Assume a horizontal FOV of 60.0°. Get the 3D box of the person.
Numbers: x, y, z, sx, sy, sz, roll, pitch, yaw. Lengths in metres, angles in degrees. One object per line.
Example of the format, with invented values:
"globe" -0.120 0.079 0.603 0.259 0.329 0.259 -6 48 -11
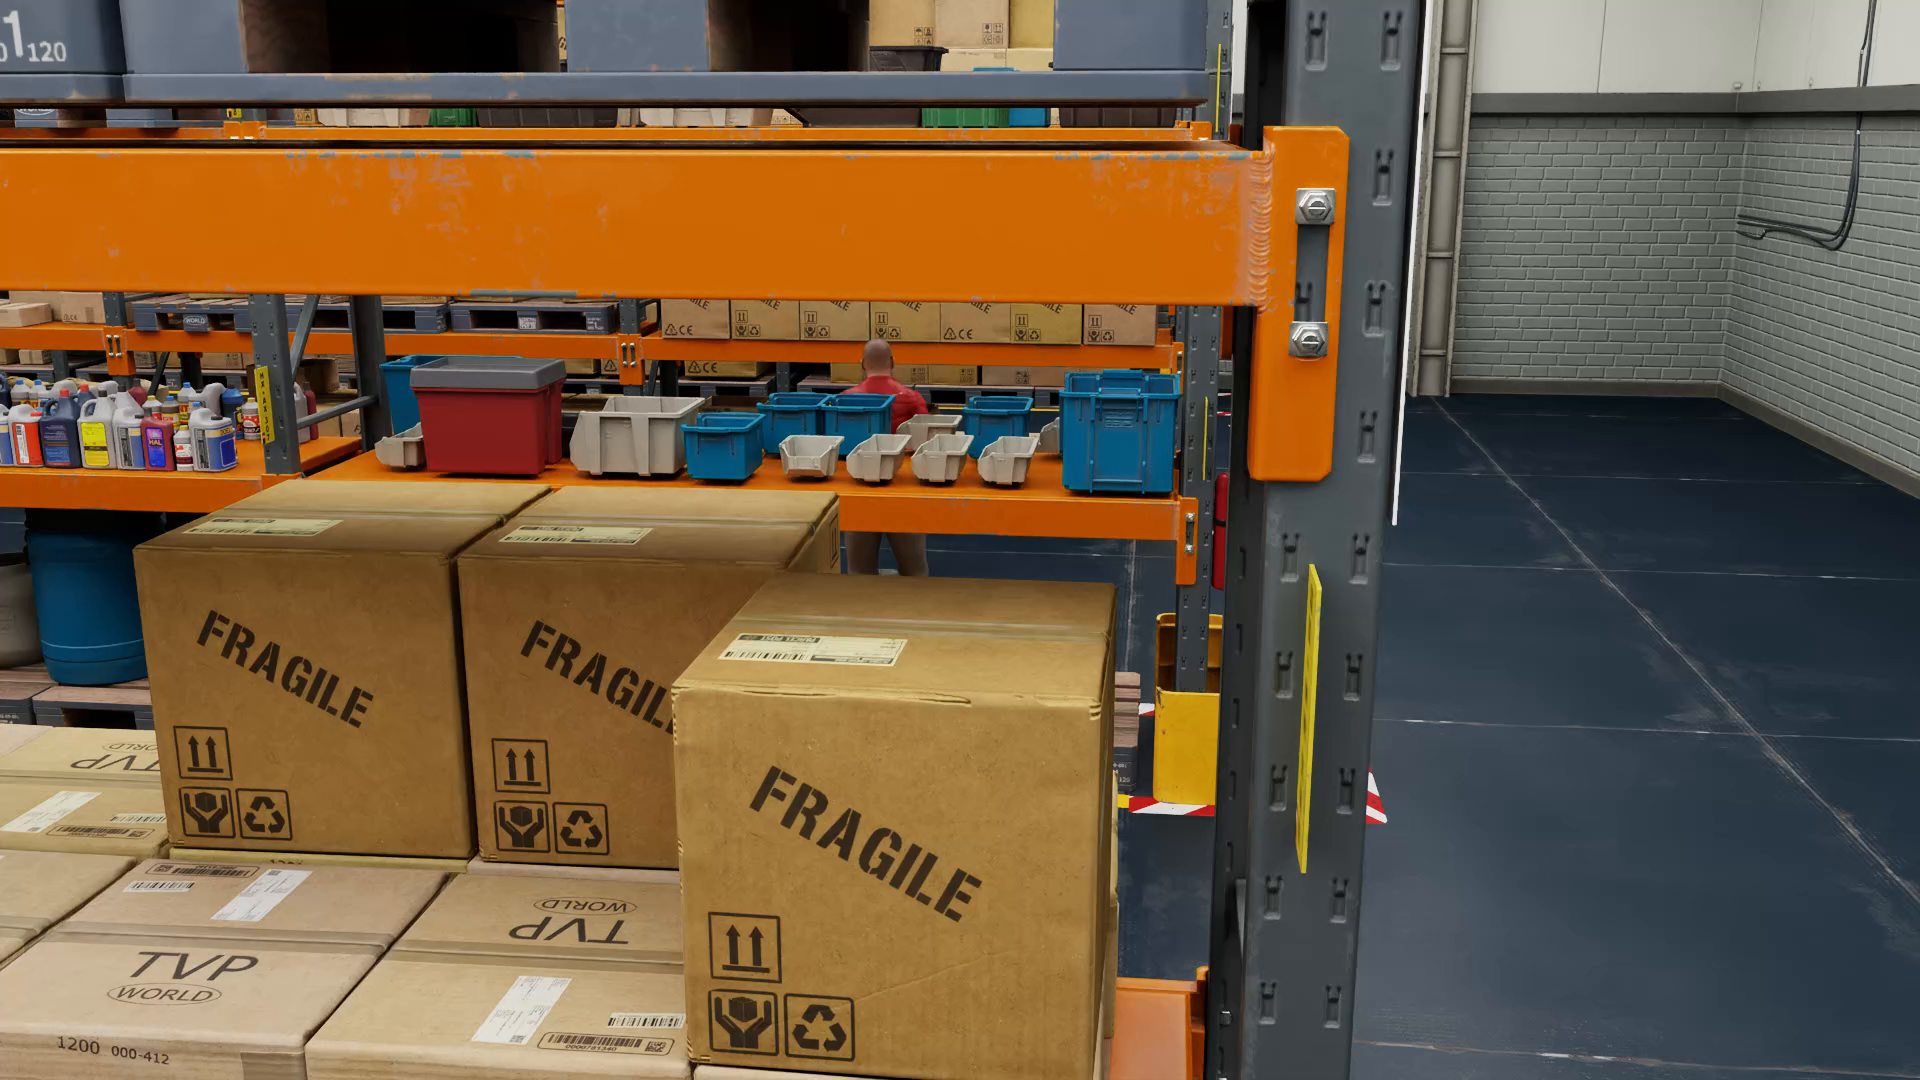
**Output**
"person" -0.405 -0.200 8.825 0.606 1.728 0.387 1 14 3
